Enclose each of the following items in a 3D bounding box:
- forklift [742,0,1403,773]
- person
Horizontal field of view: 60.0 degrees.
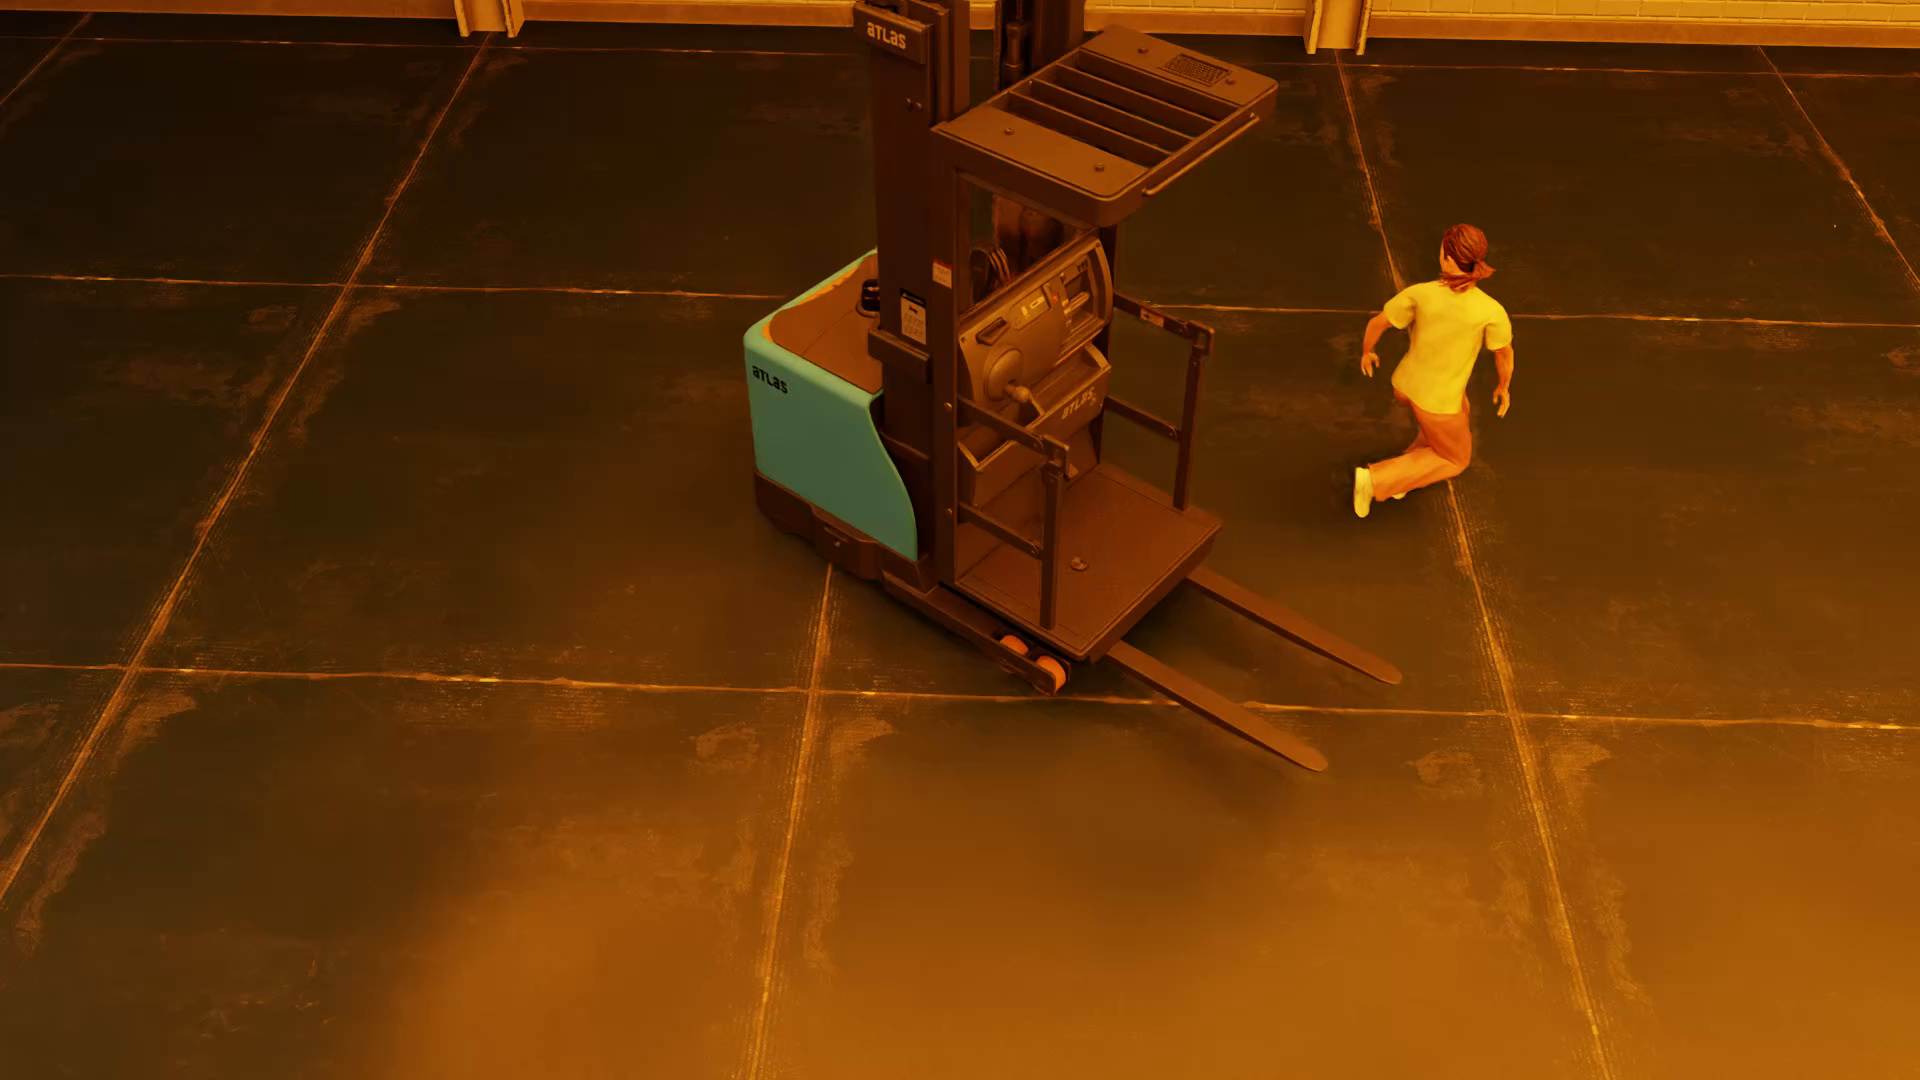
[{"bbox_3d":[0.477,-0.823,6.644,3.031,2.935,1.130,29,50,28],"label":"forklift"},{"bbox_3d":[2.127,-0.751,7.681,0.700,1.464,0.609,-25,48,-25],"label":"person"}]
